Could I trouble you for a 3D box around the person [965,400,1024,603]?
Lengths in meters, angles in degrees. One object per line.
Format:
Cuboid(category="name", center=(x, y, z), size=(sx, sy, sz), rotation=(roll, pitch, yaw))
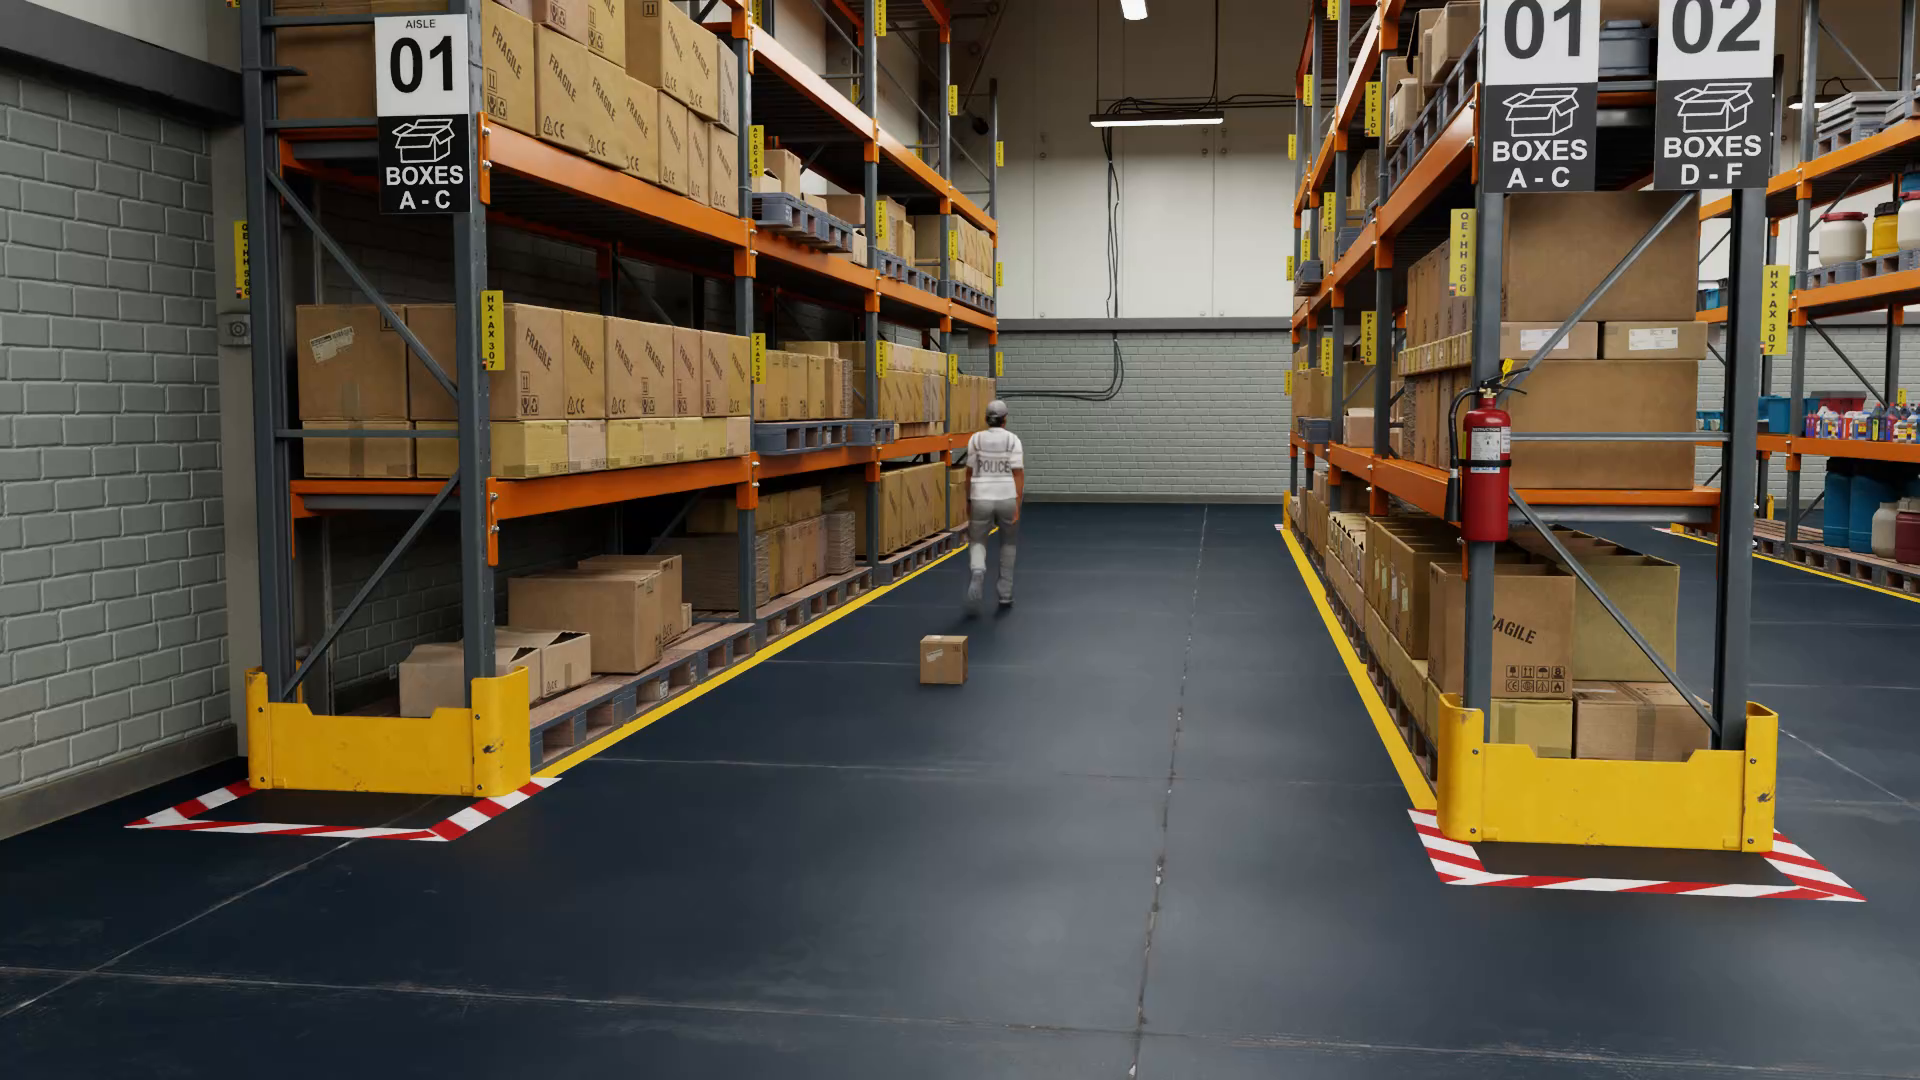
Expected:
Cuboid(category="person", center=(0.275, -0.292, 13.301), size=(0.477, 1.645, 0.690), rotation=(0, 5, 5))
